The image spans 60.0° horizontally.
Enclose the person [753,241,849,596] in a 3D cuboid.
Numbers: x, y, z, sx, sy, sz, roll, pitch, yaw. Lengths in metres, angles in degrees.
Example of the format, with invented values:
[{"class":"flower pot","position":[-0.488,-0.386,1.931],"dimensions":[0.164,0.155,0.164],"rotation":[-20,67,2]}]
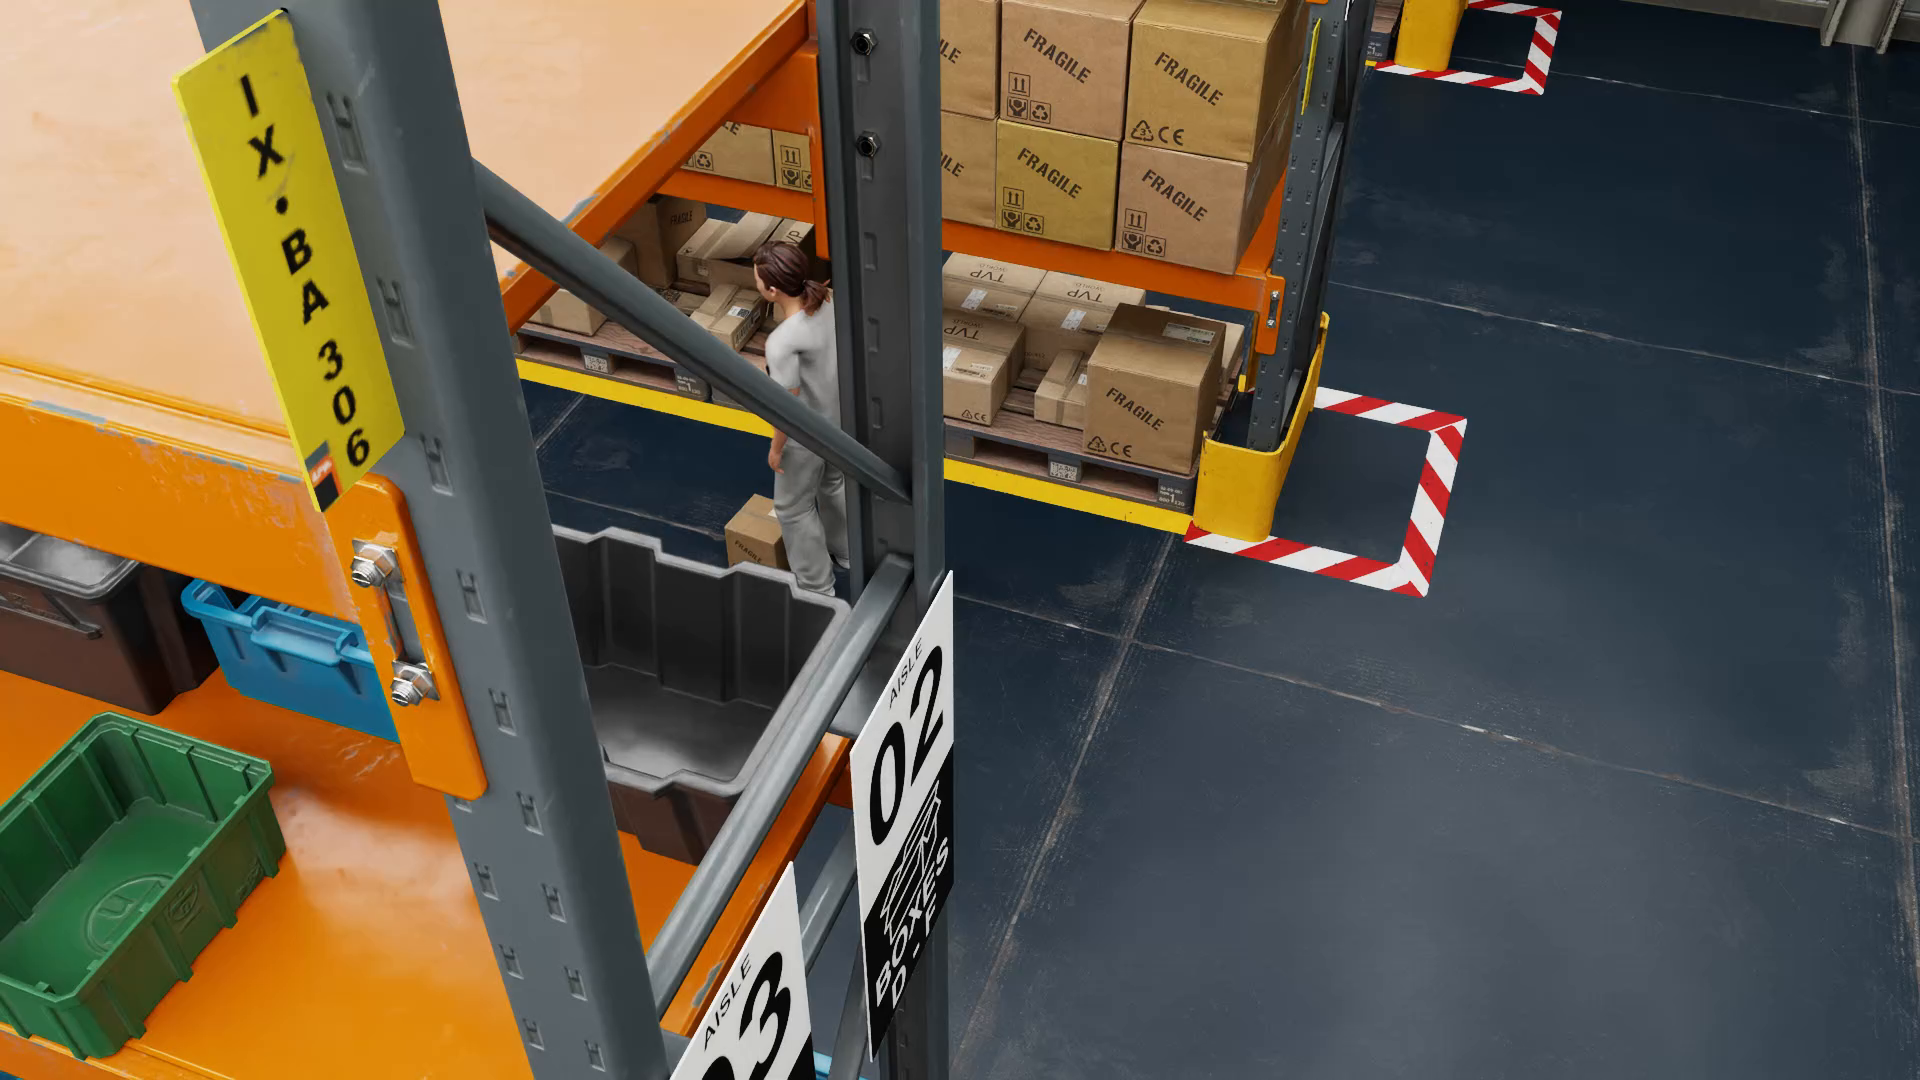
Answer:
[{"class":"person","position":[-0.614,-0.463,6.681],"dimensions":[0.361,1.672,0.488],"rotation":[18,45,19]}]
